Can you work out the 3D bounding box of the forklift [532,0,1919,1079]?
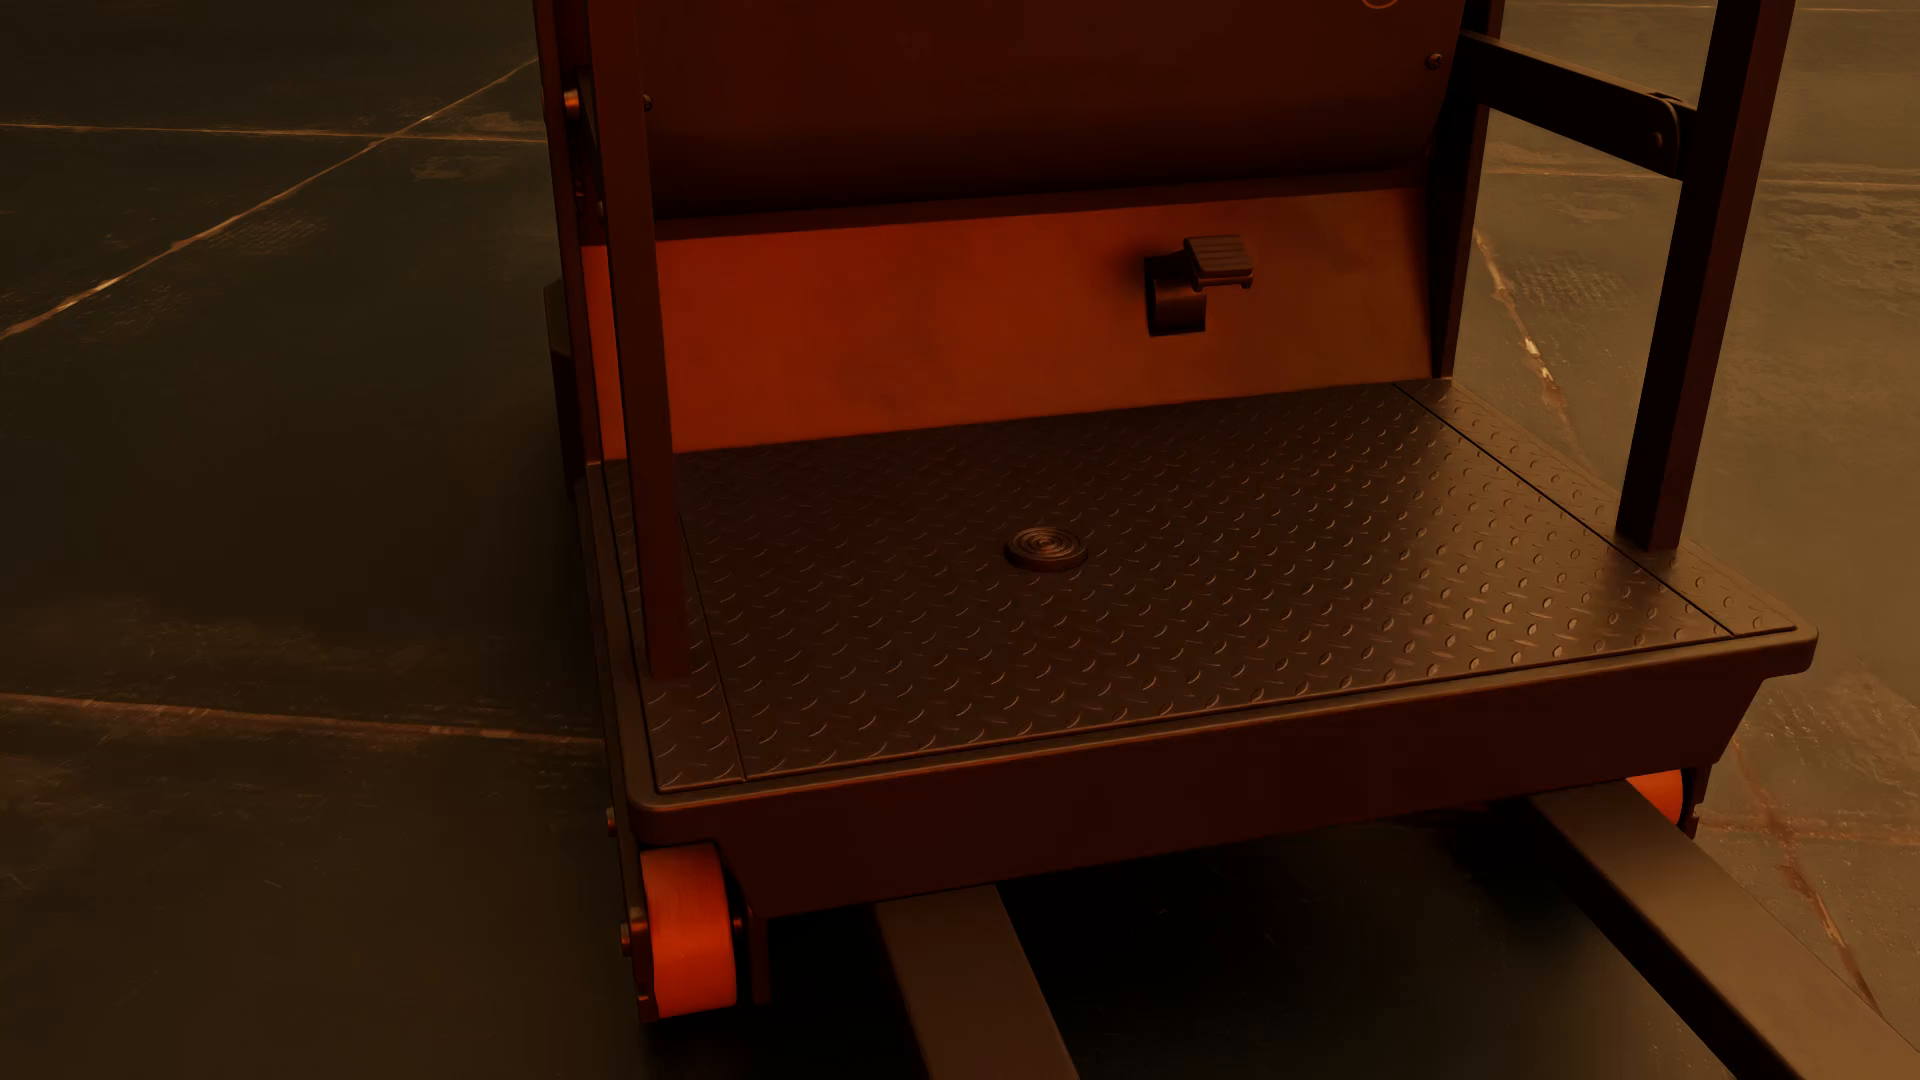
[{"bbox_3d":[0.153,-1.049,1.319,1.130,2.935,3.031,-7,27,-13],"label":"forklift"}]
